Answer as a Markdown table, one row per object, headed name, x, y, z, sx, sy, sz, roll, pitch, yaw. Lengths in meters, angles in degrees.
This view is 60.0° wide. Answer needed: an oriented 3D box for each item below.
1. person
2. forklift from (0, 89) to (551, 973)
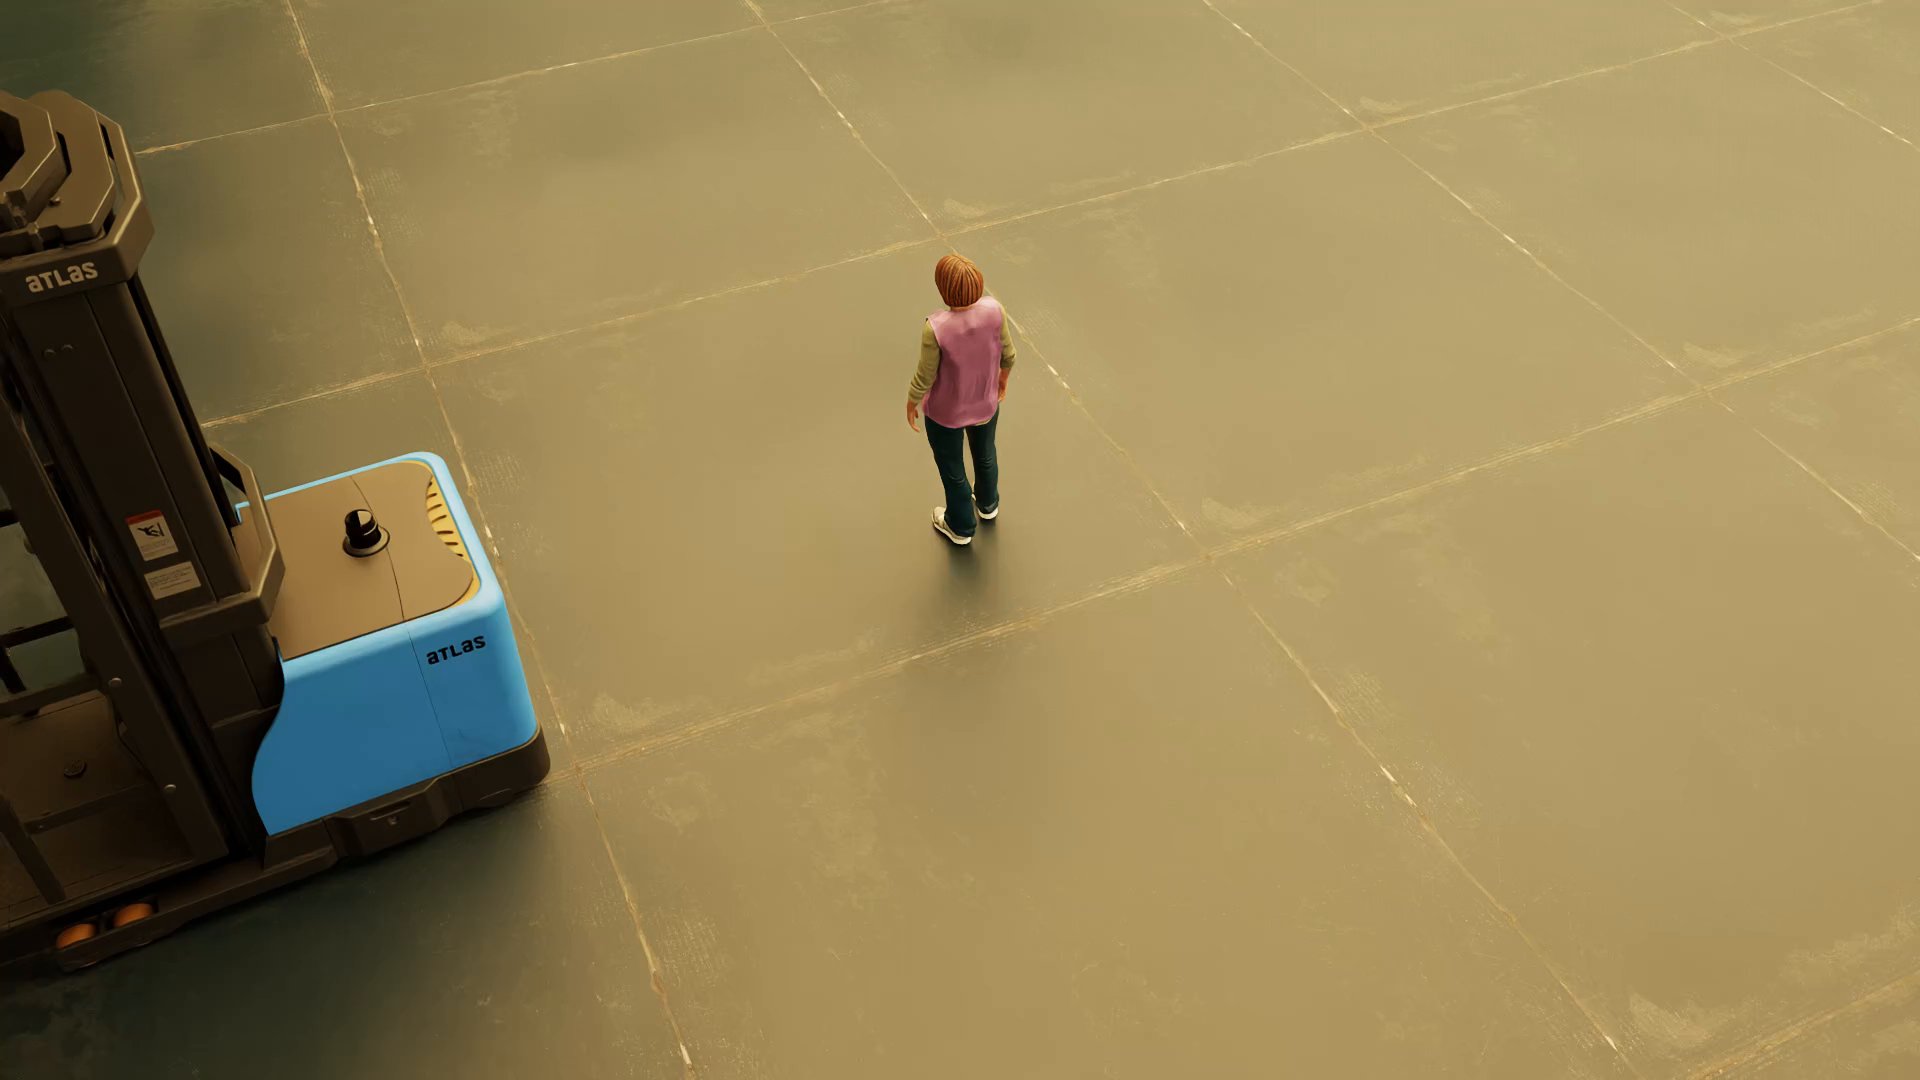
| name | x | y | z | sx | sy | sz | roll | pitch | yaw |
| --- | --- | --- | --- | --- | --- | --- | --- | --- | --- |
| person | -0.019 | -0.639 | 7.332 | 0.521 | 1.599 | 0.473 | -18 | 46 | -18 |
| forklift | -3.209 | 0.089 | 5.584 | 3.031 | 2.935 | 1.130 | -19 | 46 | -19 |
